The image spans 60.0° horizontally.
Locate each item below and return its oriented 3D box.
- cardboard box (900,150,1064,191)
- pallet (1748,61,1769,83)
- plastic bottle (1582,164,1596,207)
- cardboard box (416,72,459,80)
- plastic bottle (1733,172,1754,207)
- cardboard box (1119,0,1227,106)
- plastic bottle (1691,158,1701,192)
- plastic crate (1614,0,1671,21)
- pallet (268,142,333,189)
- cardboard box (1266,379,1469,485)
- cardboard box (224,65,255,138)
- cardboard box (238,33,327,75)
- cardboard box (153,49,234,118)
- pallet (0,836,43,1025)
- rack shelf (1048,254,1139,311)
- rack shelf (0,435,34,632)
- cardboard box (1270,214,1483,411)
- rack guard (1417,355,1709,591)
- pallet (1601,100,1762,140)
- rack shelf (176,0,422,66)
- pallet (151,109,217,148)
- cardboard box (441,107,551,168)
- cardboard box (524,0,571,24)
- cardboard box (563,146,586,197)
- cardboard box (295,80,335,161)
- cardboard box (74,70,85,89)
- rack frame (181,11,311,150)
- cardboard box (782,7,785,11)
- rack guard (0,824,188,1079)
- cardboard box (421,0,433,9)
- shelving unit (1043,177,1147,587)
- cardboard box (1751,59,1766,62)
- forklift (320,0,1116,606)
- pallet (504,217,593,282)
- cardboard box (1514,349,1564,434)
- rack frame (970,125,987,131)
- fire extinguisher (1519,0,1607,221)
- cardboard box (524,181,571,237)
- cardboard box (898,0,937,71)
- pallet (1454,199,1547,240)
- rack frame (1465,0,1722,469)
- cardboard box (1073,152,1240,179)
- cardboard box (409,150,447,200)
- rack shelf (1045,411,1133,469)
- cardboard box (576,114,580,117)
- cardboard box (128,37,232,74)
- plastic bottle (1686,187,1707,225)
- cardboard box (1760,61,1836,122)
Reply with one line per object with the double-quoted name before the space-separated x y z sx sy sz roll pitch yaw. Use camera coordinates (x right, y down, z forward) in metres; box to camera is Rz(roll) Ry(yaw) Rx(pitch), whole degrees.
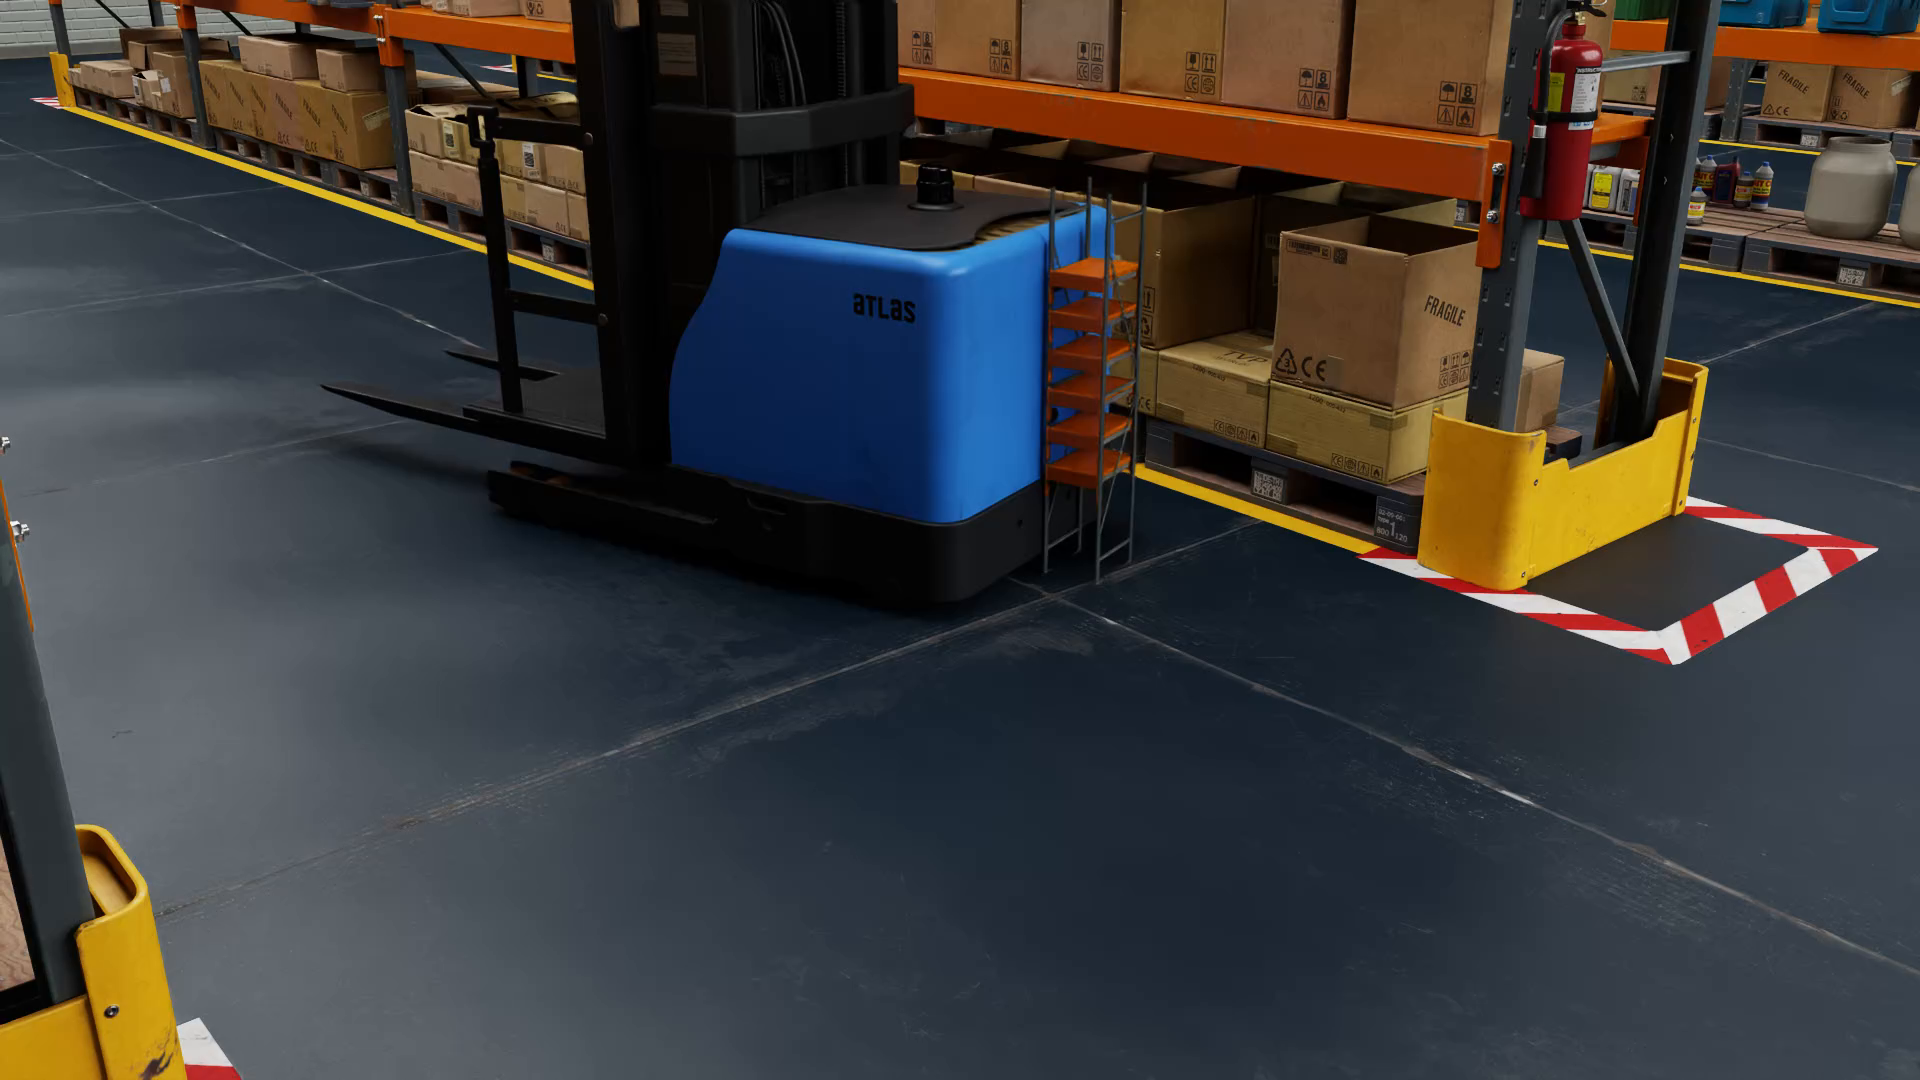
"cardboard box" 0.077 -1.314 6.893 0.500 0.500 0.500 -17 27 -37
"pallet" 9.328 -5.273 18.658 1.003 0.211 1.213 -17 27 -37
"plastic bottle" 3.726 -2.187 9.984 0.144 0.351 0.185 -18 27 -38
"cardboard box" -4.003 -3.152 12.243 0.500 0.500 0.500 -18 28 -38
"plastic bottle" 4.709 -2.108 9.986 0.097 0.201 0.097 0 21 0
"cardboard box" 1.008 -1.885 6.046 0.700 0.500 0.500 -17 27 -37
"plastic bottle" 4.488 -2.234 10.212 0.097 0.271 0.097 0 21 0
"plastic crate" 3.785 -3.166 9.745 0.450 0.188 0.662 -17 27 -37
"pallet" -4.504 -2.888 12.568 1.003 0.211 1.213 -17 27 -37
"cardboard box" 1.395 -0.417 5.630 0.500 0.250 0.500 -17 27 -37
"cardboard box" -5.376 -3.444 12.988 0.500 0.500 0.500 -17 27 -37
"cardboard box" -5.080 -3.661 12.515 0.500 0.250 0.500 -17 27 -37
"cardboard box" -6.451 -3.870 14.076 0.500 0.500 0.500 -17 27 -37
"pallet" -2.334 0.801 3.150 1.003 0.211 1.213 -17 27 -37
"rack shelf" 0.403 -0.763 4.922 0.180 0.103 0.258 13 25 30
"rack shelf" -3.087 -0.461 3.535 1.077 0.370 4.000 -17 27 -37
"cardboard box" 1.394 -0.766 5.492 0.500 0.500 0.500 -17 27 -37
"rack guard" 1.985 -0.253 5.445 1.175 0.500 0.348 -17 27 -37
"pallet" 6.356 -3.803 14.903 1.003 0.211 1.213 -17 27 -37
"rack shelf" -4.558 -3.852 12.191 1.077 0.370 4.000 -17 27 -37
"pallet" -6.311 -3.631 14.465 1.003 0.211 1.213 -17 27 -37
"cardboard box" -2.784 -2.453 10.059 0.500 0.311 0.500 -18 28 -39
"cardboard box" -2.145 -3.221 9.458 0.500 0.500 0.500 -19 29 -40
"cardboard box" -1.792 -2.030 8.979 0.500 0.311 0.500 -18 27 -38
"cardboard box" -4.379 -3.021 11.907 0.500 0.500 0.500 -19 28 -39
"cardboard box" -8.299 -4.463 16.049 0.380 0.166 0.250 -17 27 -37
"rack frame" -5.864 -4.739 13.471 1.000 3.000 0.127 -17 27 -37
"cardboard box" -0.996 -2.585 8.176 0.500 0.250 0.500 -15 26 -34
"rack guard" -1.831 0.899 2.502 1.175 0.500 0.348 -17 27 -37
"cardboard box" -3.048 -3.482 10.383 0.500 0.311 0.500 -15 26 -34
"shelving unit" 0.403 -0.469 5.037 0.189 1.200 0.258 13 25 30
"cardboard box" 8.980 -5.862 18.846 1.050 0.750 0.750 -17 27 -37
"forklift" -1.013 -1.561 5.450 3.031 2.935 1.130 13 25 30
"pallet" -1.953 -1.762 9.693 1.003 0.211 1.213 -17 27 -37
"cardboard box" 1.788 -0.540 5.945 0.500 0.250 0.500 -17 27 -37
"rack frame" 0.502 -4.812 13.657 1.000 3.000 0.127 -17 27 -37
"fire extinguisher" 1.694 -1.245 4.655 0.296 0.674 0.183 -17 27 -37
"cardboard box" -2.126 -1.912 9.447 0.500 0.250 0.500 -17 27 -36
"cardboard box" 0.002 -2.310 7.132 0.700 0.500 0.500 -18 28 -38
"pallet" 3.520 -2.213 10.845 1.003 0.211 1.213 -17 27 -37
"rack frame" 1.969 -1.424 5.006 1.000 3.000 0.127 -17 27 -37
"cardboard box" 0.811 -1.304 6.868 0.500 0.500 0.500 -17 27 -37
"cardboard box" -3.133 -2.335 10.526 0.500 0.250 0.500 -18 27 -38
"rack shelf" 0.403 -0.316 5.097 0.180 0.103 0.258 13 25 30
"cardboard box" -2.053 -2.442 10.032 0.500 0.311 0.500 -18 27 -38
"cardboard box" -7.094 -4.300 15.168 0.797 0.503 0.637 -17 27 -37
"plastic bottle" 4.193 -1.907 9.473 0.097 0.201 0.097 0 21 0
"cardboard box" 7.096 -3.798 13.919 0.500 0.500 0.500 -18 28 -39
